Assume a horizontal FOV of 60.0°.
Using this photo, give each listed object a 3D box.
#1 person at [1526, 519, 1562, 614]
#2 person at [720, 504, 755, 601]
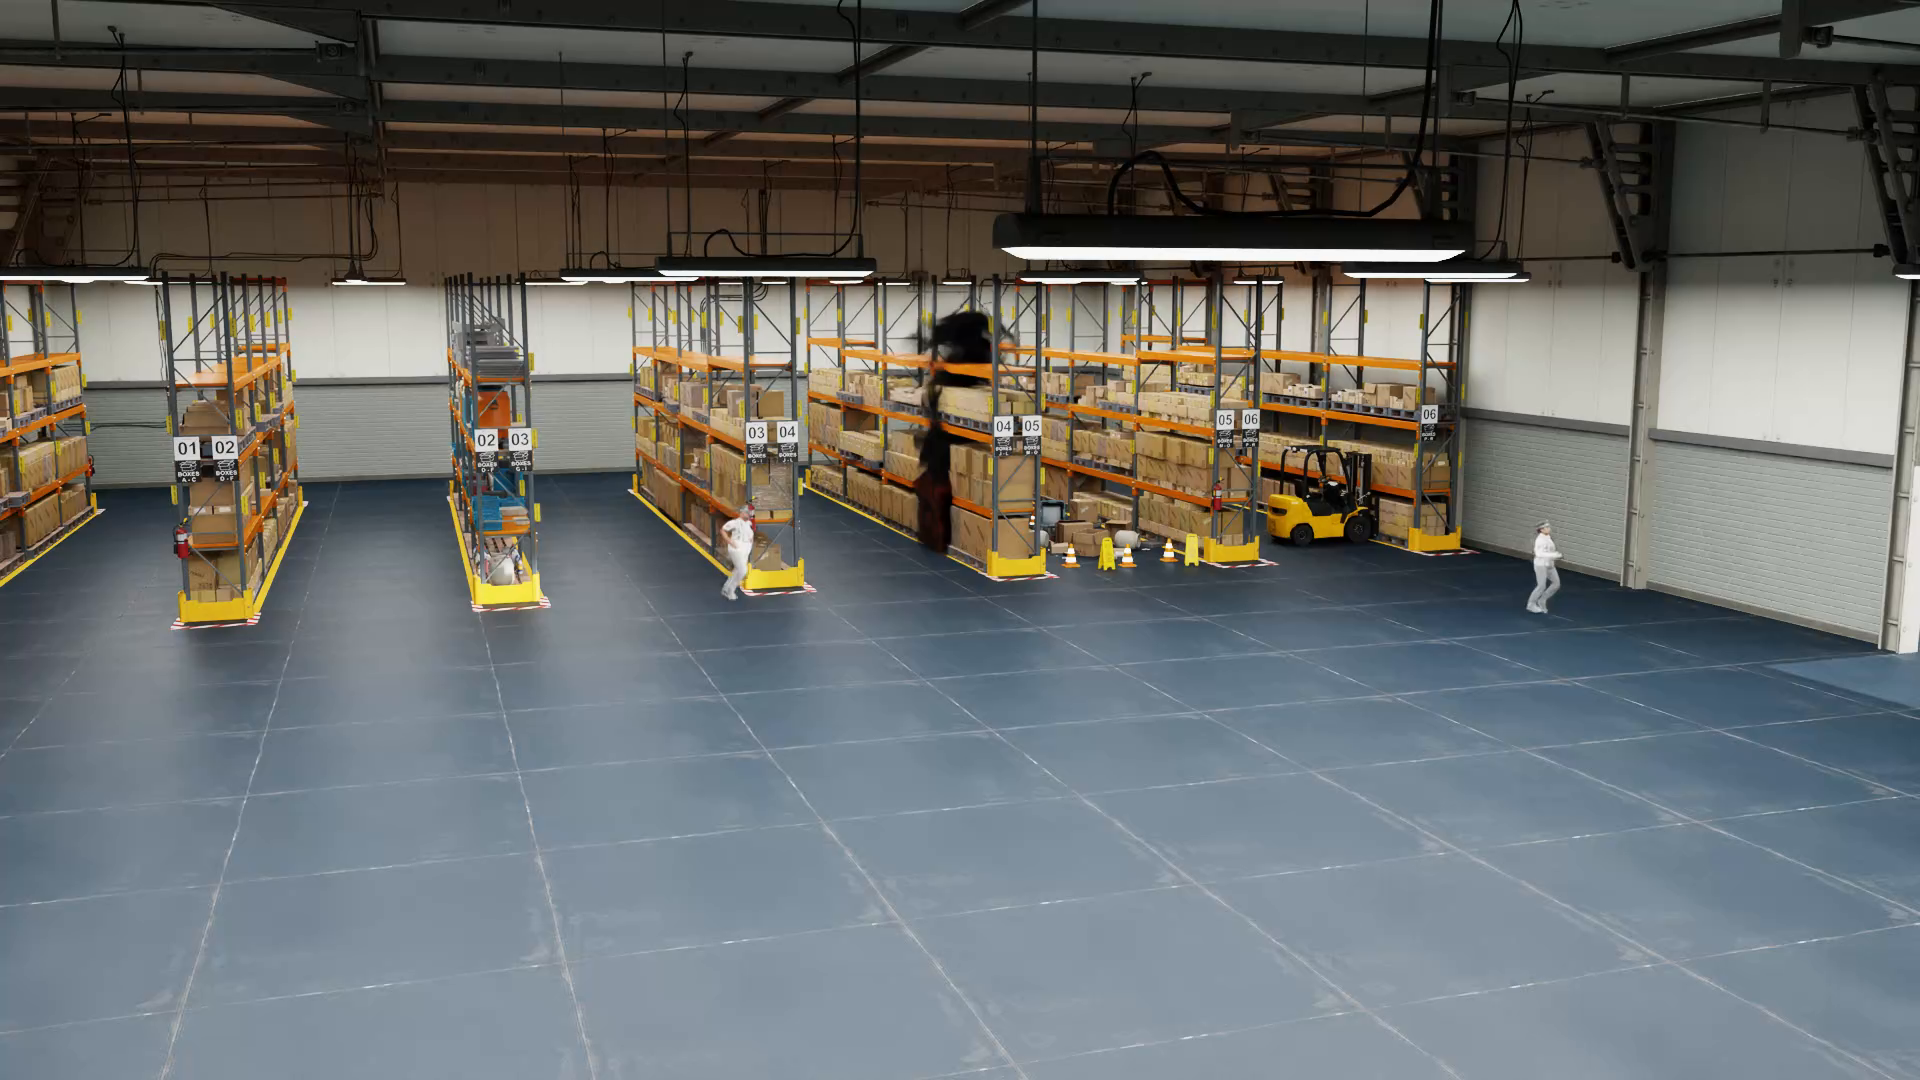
[{"bbox_3d":[10.369,0.475,29.392,0.619,1.695,0.595,8,12,44],"label":"person"},{"bbox_3d":[-4.100,0.226,30.910,0.642,1.790,0.673,5,10,29],"label":"person"}]
